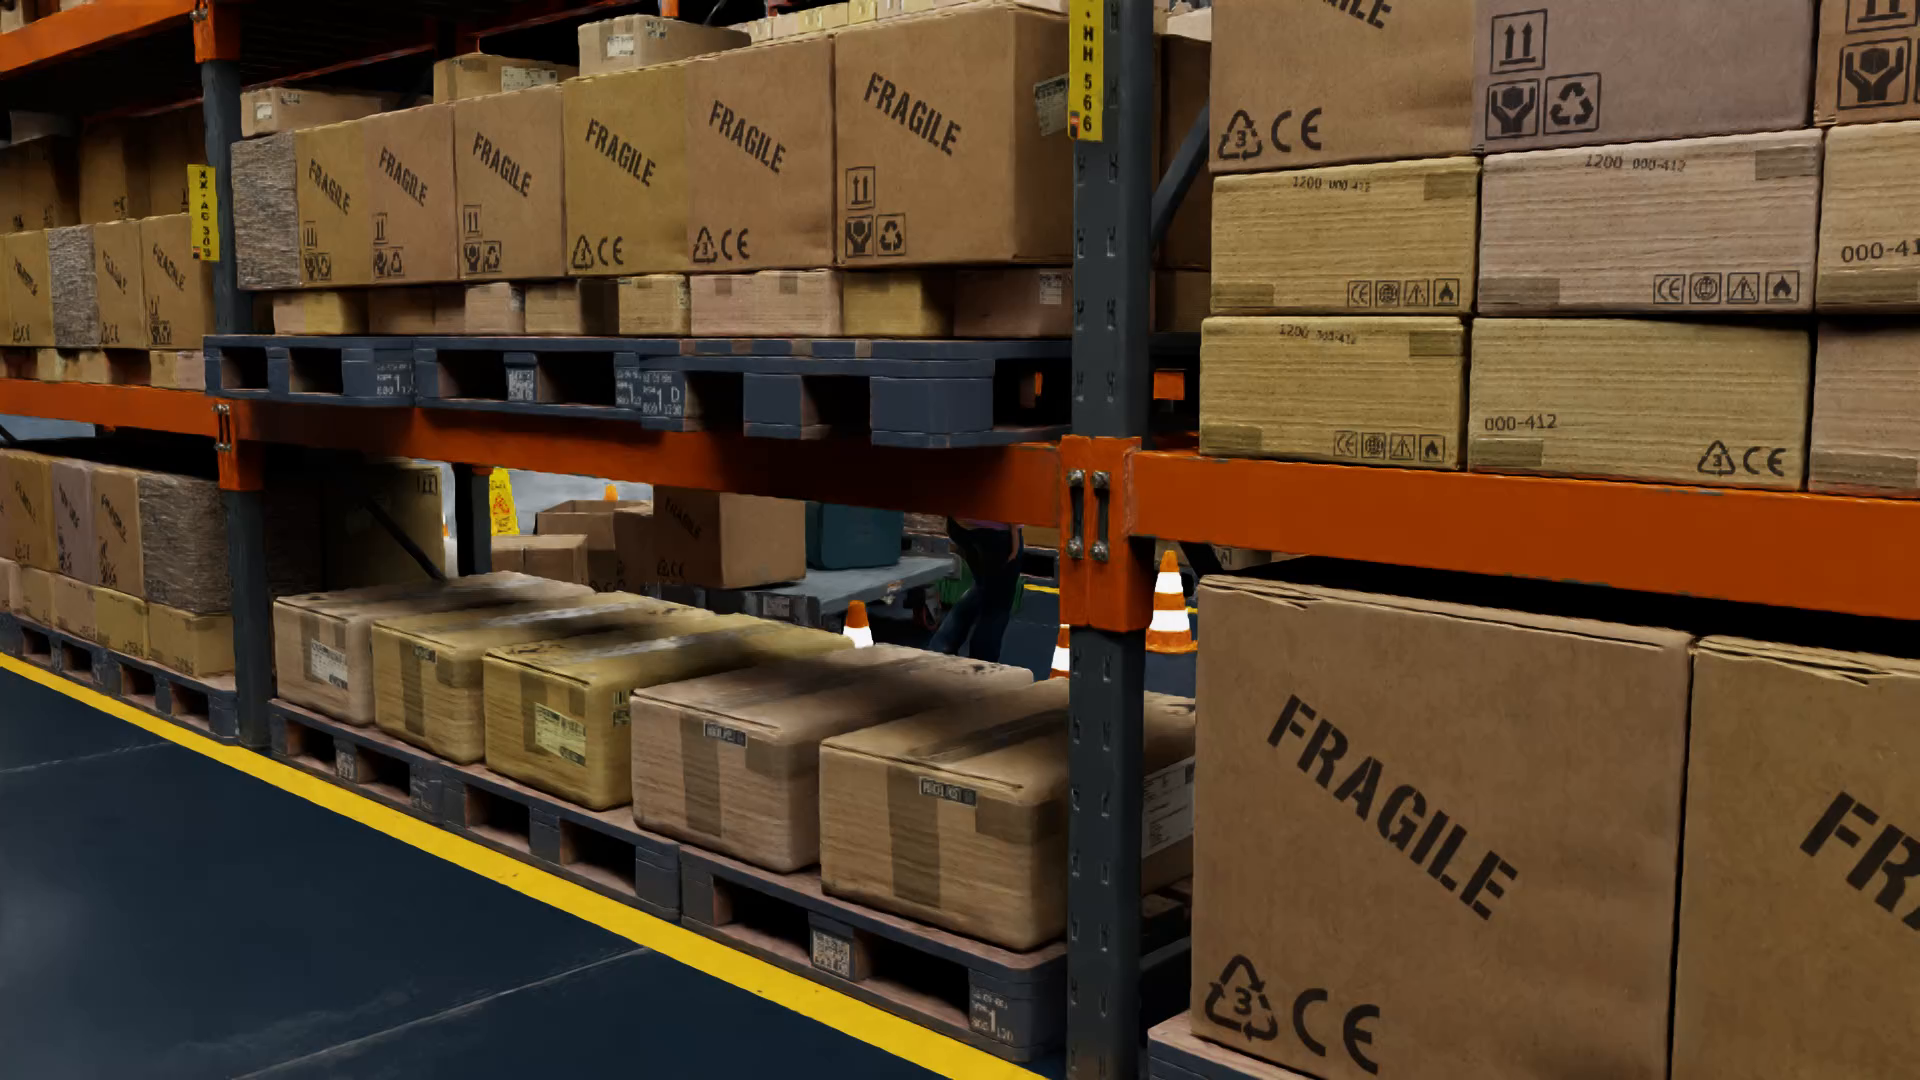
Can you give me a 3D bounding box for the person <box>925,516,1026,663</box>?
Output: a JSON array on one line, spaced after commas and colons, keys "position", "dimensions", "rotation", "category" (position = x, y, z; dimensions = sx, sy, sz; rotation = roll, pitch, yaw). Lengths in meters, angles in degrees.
[{"position": [0.093, -0.062, 6.373], "dimensions": [0.386, 1.570, 0.567], "rotation": [-7, 10, -42], "category": "person"}]
